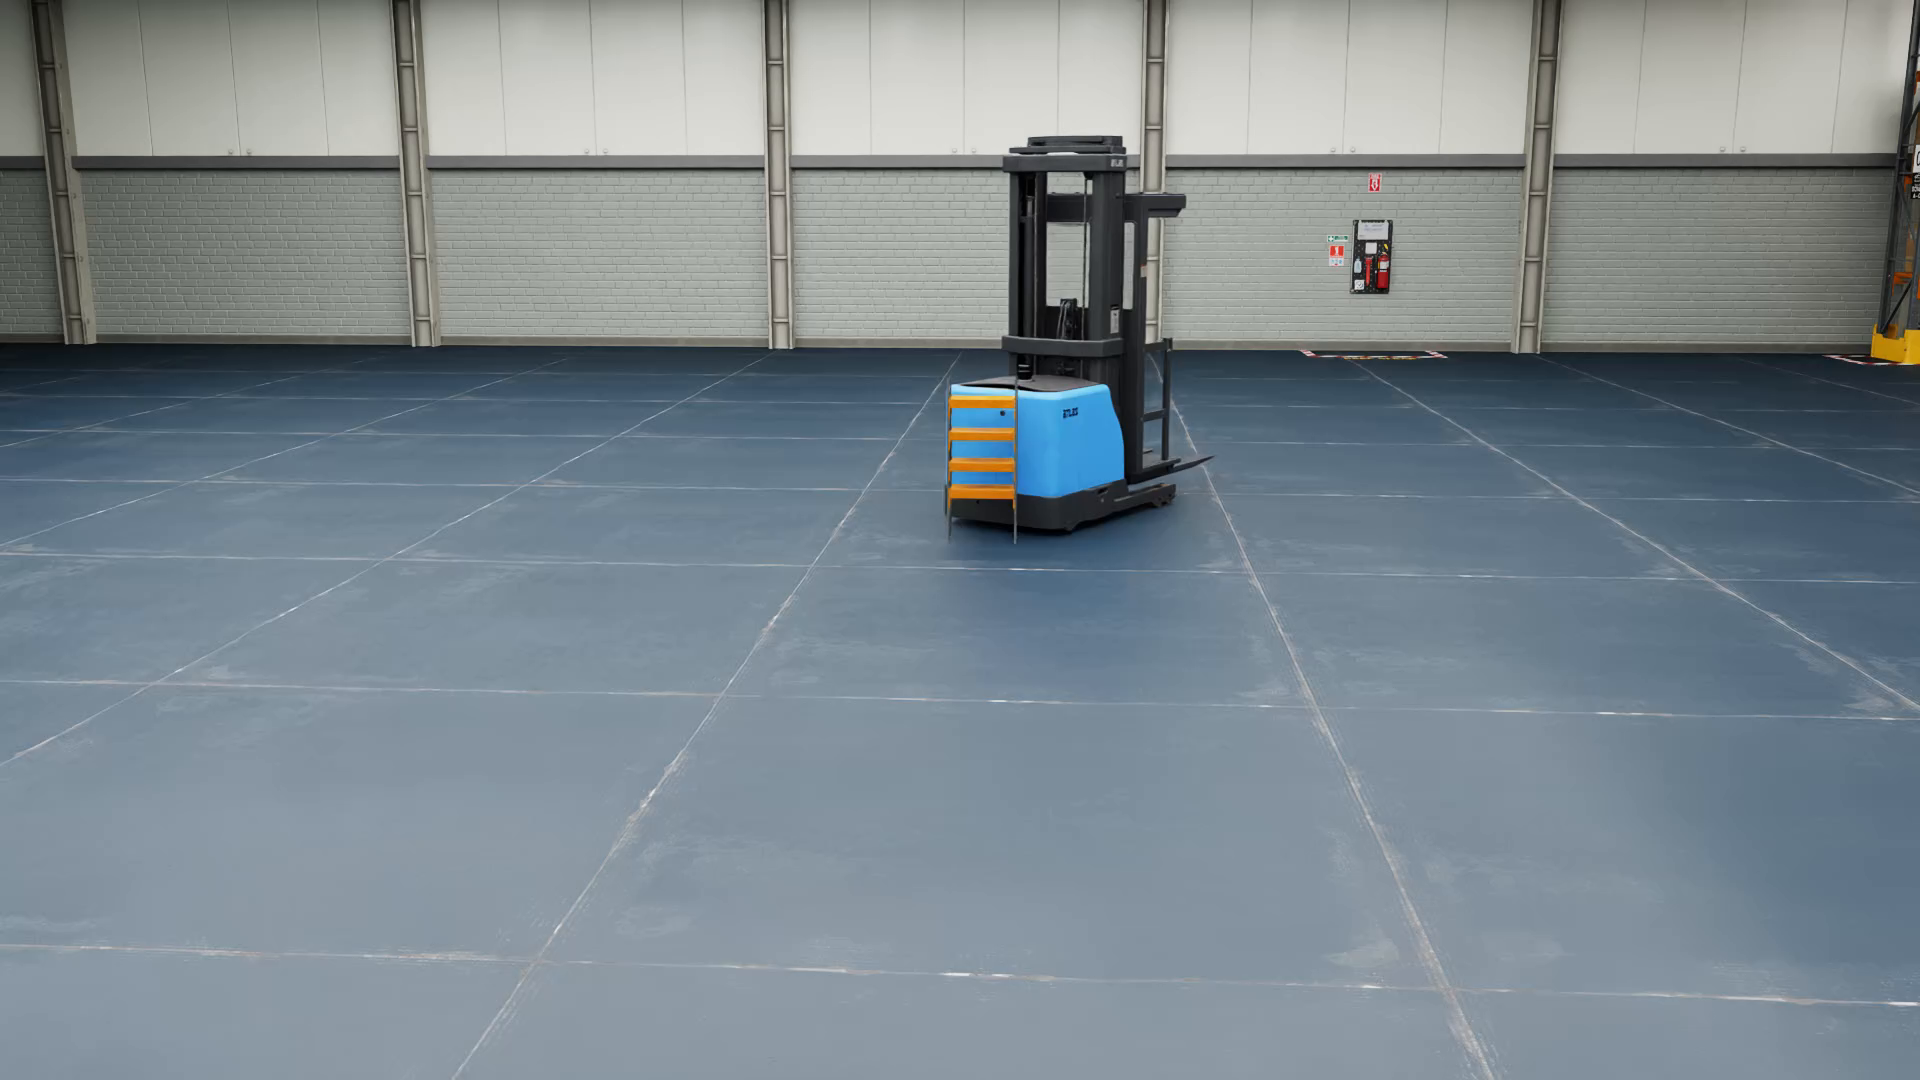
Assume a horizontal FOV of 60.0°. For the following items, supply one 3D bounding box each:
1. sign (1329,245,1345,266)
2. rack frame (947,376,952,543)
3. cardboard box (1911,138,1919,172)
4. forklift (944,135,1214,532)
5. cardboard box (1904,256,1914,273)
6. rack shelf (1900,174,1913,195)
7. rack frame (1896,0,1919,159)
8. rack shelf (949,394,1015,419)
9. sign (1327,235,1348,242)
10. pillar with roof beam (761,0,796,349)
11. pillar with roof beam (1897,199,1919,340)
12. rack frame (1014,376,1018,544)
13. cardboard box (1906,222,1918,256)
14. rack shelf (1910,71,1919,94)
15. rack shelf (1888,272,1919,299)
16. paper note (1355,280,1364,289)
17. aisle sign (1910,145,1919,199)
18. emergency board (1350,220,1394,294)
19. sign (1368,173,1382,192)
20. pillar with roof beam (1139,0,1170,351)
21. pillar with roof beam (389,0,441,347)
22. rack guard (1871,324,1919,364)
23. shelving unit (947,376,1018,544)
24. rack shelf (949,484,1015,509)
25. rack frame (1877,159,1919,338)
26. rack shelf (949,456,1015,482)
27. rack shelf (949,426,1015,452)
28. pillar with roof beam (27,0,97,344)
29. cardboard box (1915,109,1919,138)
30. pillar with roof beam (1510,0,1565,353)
[{"bbox_3d":[6.038,-4.560,26.652,0.234,0.329,0.001,1,12,4],"label":"sign"},{"bbox_3d":[-0.078,-0.588,12.150,0.015,1.200,0.240,1,12,4],"label":"rack frame"},{"bbox_3d":[14.709,-5.796,25.029,0.500,0.500,0.500,2,12,8],"label":"cardboard box"},{"bbox_3d":[1.123,-1.750,13.475,1.130,2.935,3.031,8,14,34],"label":"forklift"},{"bbox_3d":[14.755,-4.192,25.301,0.500,0.250,0.500,1,12,5],"label":"cardboard box"},{"bbox_3d":[16.272,-5.311,24.764,4.000,0.370,1.077,1,12,4],"label":"rack shelf"},{"bbox_3d":[14.276,-7.159,24.515,0.127,3.000,1.000,1,12,4],"label":"rack frame"},{"bbox_3d":[0.165,-0.970,12.054,0.480,0.148,0.258,1,12,4],"label":"rack shelf"},{"bbox_3d":[6.042,-4.817,26.589,0.331,0.109,0.001,1,12,4],"label":"sign"},{"bbox_3d":[-3.215,-6.693,22.286,0.400,9.000,9.100,1,12,4],"label":"pillar with roof beam"},{"bbox_3d":[14.745,-6.447,21.109,0.400,9.000,9.100,1,12,4],"label":"pillar with roof beam"},{"bbox_3d":[0.409,-0.582,12.118,0.015,1.200,0.240,1,12,4],"label":"rack frame"},{"bbox_3d":[14.761,-4.563,25.242,0.500,0.500,0.500,1,12,3],"label":"cardboard box"},{"bbox_3d":[16.272,-6.778,24.458,4.000,0.370,1.077,1,12,4],"label":"rack shelf"},{"bbox_3d":[16.272,-3.843,25.072,4.000,0.370,1.077,1,12,4],"label":"rack shelf"},{"bbox_3d":[6.411,-4.099,26.688,0.142,0.148,0.016,1,12,4],"label":"paper note"},{"bbox_3d":[14.184,-5.435,24.574,0.004,0.787,0.394,1,12,4],"label":"aisle sign"},{"bbox_3d":[6.583,-4.514,26.519,0.643,1.169,0.194,1,12,4],"label":"emergency board"},{"bbox_3d":[6.581,-5.669,26.380,0.199,0.298,0.001,1,12,4],"label":"sign"},{"bbox_3d":[2.772,-6.611,21.894,0.400,9.000,9.100,1,12,4],"label":"pillar with roof beam"},{"bbox_3d":[-9.202,-6.775,22.679,0.400,9.000,9.100,1,12,4],"label":"pillar with roof beam"},{"bbox_3d":[14.352,-2.998,25.380,0.348,0.500,1.175,1,12,4],"label":"rack guard"},{"bbox_3d":[0.165,-0.585,12.134,0.503,1.200,0.258,1,12,4],"label":"shelving unit"},{"bbox_3d":[0.165,-0.325,12.189,0.480,0.148,0.258,1,12,4],"label":"rack shelf"},{"bbox_3d":[14.276,-4.223,25.129,0.127,3.000,1.000,1,12,4],"label":"rack frame"},{"bbox_3d":[0.165,-0.519,12.148,0.480,0.148,0.258,1,12,4],"label":"rack shelf"},{"bbox_3d":[0.165,-0.738,12.102,0.480,0.148,0.258,1,12,4],"label":"rack shelf"},{"bbox_3d":[-15.188,-6.857,23.071,0.400,9.000,9.100,1,12,4],"label":"pillar with roof beam"},{"bbox_3d":[14.724,-6.287,24.934,0.500,0.500,0.500,1,12,6],"label":"cardboard box"},{"bbox_3d":[8.758,-6.529,21.502,0.400,9.000,9.100,1,12,4],"label":"pillar with roof beam"}]
